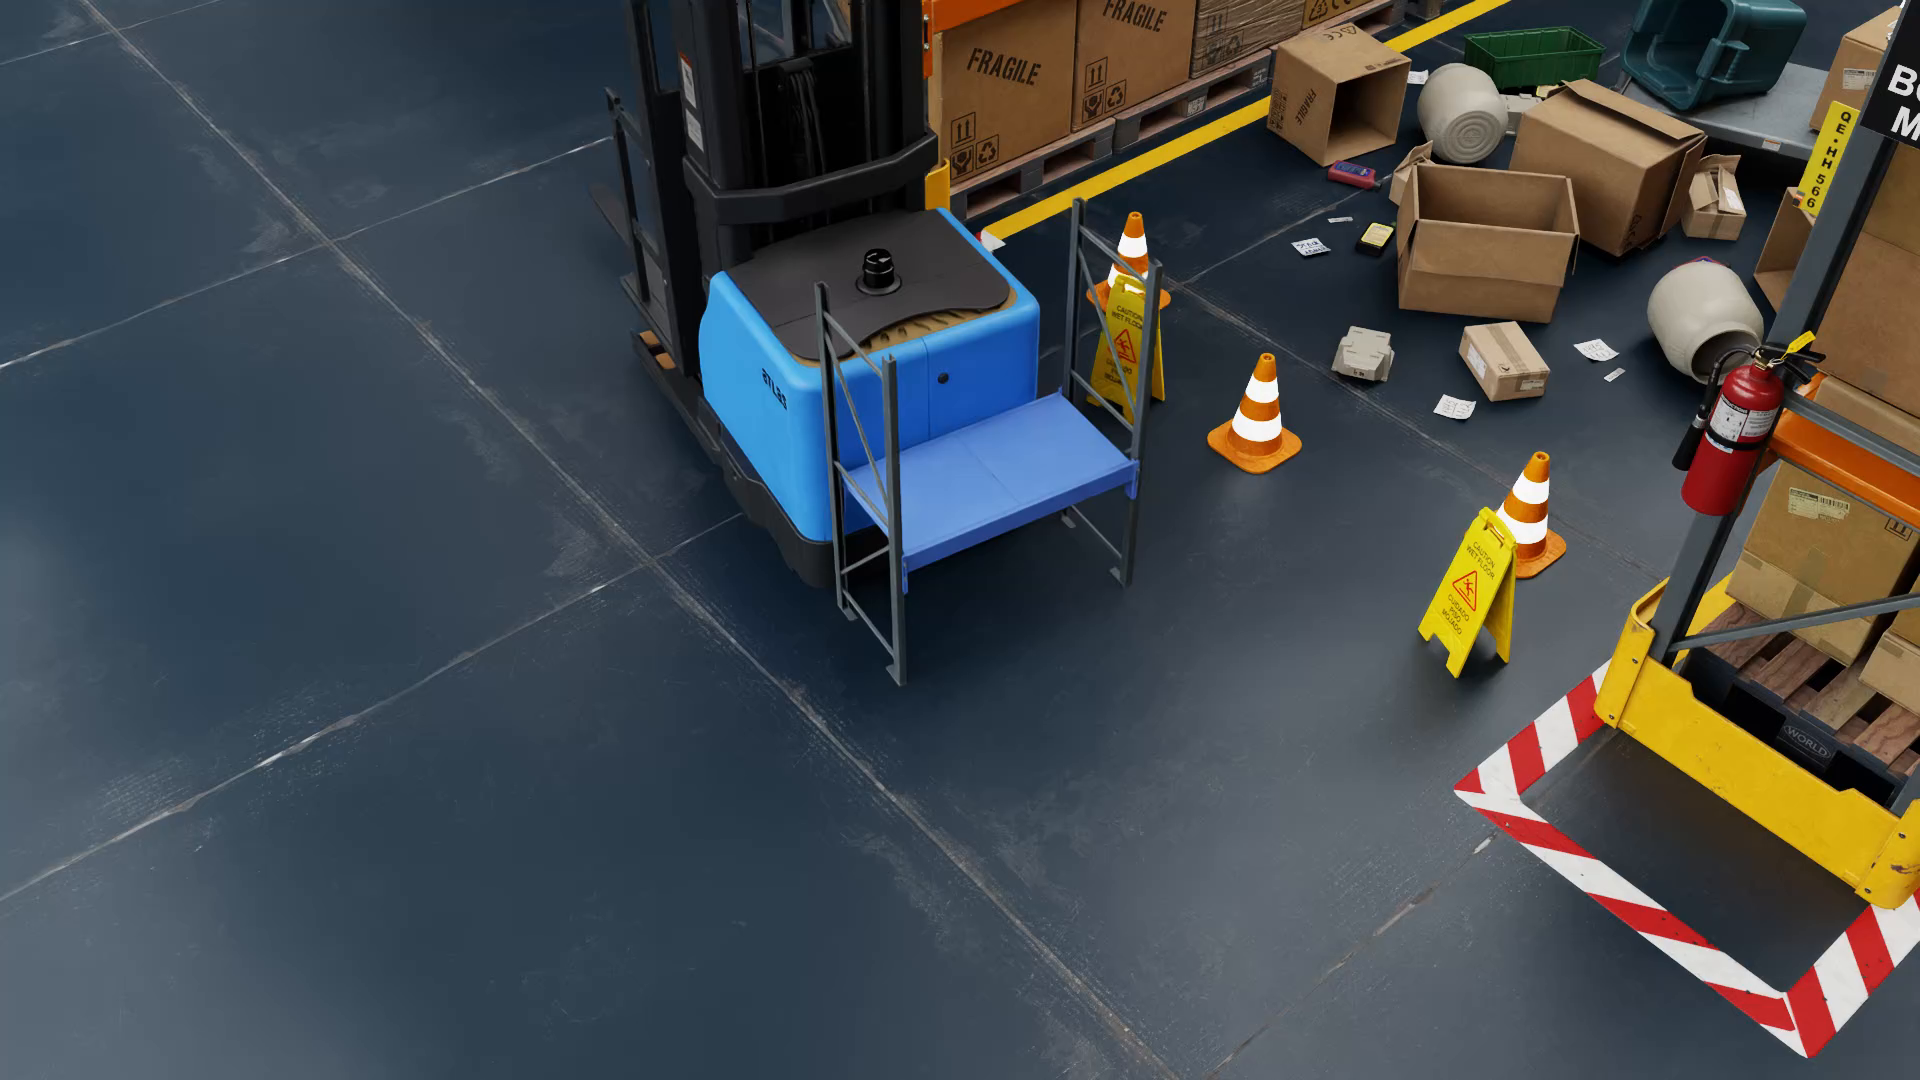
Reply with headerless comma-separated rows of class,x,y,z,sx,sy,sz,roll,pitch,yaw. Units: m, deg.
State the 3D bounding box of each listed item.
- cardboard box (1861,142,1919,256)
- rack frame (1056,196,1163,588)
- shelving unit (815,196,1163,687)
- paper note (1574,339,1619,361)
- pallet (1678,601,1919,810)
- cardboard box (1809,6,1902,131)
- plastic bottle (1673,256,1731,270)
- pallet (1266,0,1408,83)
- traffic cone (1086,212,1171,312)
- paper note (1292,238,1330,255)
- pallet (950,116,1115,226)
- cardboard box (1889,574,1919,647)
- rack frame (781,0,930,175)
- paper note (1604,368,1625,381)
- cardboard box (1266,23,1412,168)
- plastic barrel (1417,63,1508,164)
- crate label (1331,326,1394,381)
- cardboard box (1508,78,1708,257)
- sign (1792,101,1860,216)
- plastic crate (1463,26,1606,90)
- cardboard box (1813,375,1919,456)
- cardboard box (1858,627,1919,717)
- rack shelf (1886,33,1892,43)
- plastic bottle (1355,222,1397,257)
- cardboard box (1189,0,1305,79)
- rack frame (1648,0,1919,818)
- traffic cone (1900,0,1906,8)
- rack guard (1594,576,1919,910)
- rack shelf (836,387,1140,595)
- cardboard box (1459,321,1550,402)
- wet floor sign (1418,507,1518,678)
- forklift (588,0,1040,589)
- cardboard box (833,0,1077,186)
cardboard box,2.995,-1.059,4.666,0.500,0.500,0.700,-31,51,-29
rack frame,0.536,-0.509,6.197,0.032,1.500,0.500,-22,48,-22
shelving unit,0.100,-0.331,6.007,1.048,1.500,0.538,-22,48,-22
paper note,2.939,-0.879,7.672,0.142,0.019,0.148,-14,45,-14
pallet,3.447,0.434,6.134,1.213,0.211,1.003,-30,51,-28
cardboard box,4.646,-2.254,8.232,0.500,0.500,0.500,-30,51,-28
plastic bottle,3.618,-1.315,8.105,0.283,0.061,0.133,-21,47,-21
pallet,1.924,-3.213,10.017,1.213,0.211,1.003,-30,51,-28
traffic cone,0.808,-1.329,7.827,0.334,0.463,0.336,-30,51,-28
paper note,1.750,-1.462,8.286,0.142,0.017,0.144,-14,45,-14
pallet,0.053,-2.142,8.876,1.213,0.211,1.003,-30,51,-28
cardboard box,3.557,0.145,5.558,0.500,0.500,0.500,-32,52,-29
rack frame,-0.510,-2.766,7.504,0.127,3.000,1.000,-30,51,-28
paper note,2.969,-0.750,7.541,0.123,0.001,0.032,-30,51,-28
cardboard box,2.026,-2.392,8.930,0.500,0.500,0.500,-21,47,-21
plastic barrel,2.672,-2.280,8.868,0.421,0.421,0.512,0,43,0
crate label,1.836,-0.845,7.550,0.250,0.136,0.298,14,45,15
cardboard box,3.178,-1.867,8.271,0.503,0.637,0.797,-30,51,-28
sign,2.402,-1.049,4.599,0.005,0.325,0.100,-30,51,-28
plastic crate,3.265,-2.755,9.504,0.662,0.188,0.450,-7,34,-7
cardboard box,2.893,-0.396,5.164,0.250,0.149,0.380,-28,50,-27
cardboard box,3.539,0.429,5.804,0.500,0.250,0.500,-30,51,-28
rack shelf,4.277,-1.921,4.938,4.000,0.370,1.077,-30,51,-28
plastic bottle,2.091,-1.523,8.327,0.133,0.061,0.283,22,47,21
cardboard box,1.342,-3.264,9.280,0.875,0.875,0.875,-29,51,-28
rack frame,2.743,-0.211,4.784,0.127,3.000,1.000,-30,51,-28
traffic cone,5.445,-2.975,9.580,0.334,0.463,0.336,-30,51,-28
rack guard,2.801,0.667,5.675,0.348,0.500,1.175,-30,51,-28
rack shelf,0.100,-0.200,6.130,1.000,0.185,0.538,-22,48,-22
cardboard box,2.452,-0.808,7.502,0.250,0.149,0.380,-7,44,-7
wet floor sign,1.911,0.169,6.099,0.232,0.644,0.267,-14,45,-14
forklift,-0.836,-1.881,6.612,1.130,2.935,3.031,-21,47,-21
cardboard box,-0.033,-2.477,8.442,0.875,0.875,0.875,-29,51,-28
